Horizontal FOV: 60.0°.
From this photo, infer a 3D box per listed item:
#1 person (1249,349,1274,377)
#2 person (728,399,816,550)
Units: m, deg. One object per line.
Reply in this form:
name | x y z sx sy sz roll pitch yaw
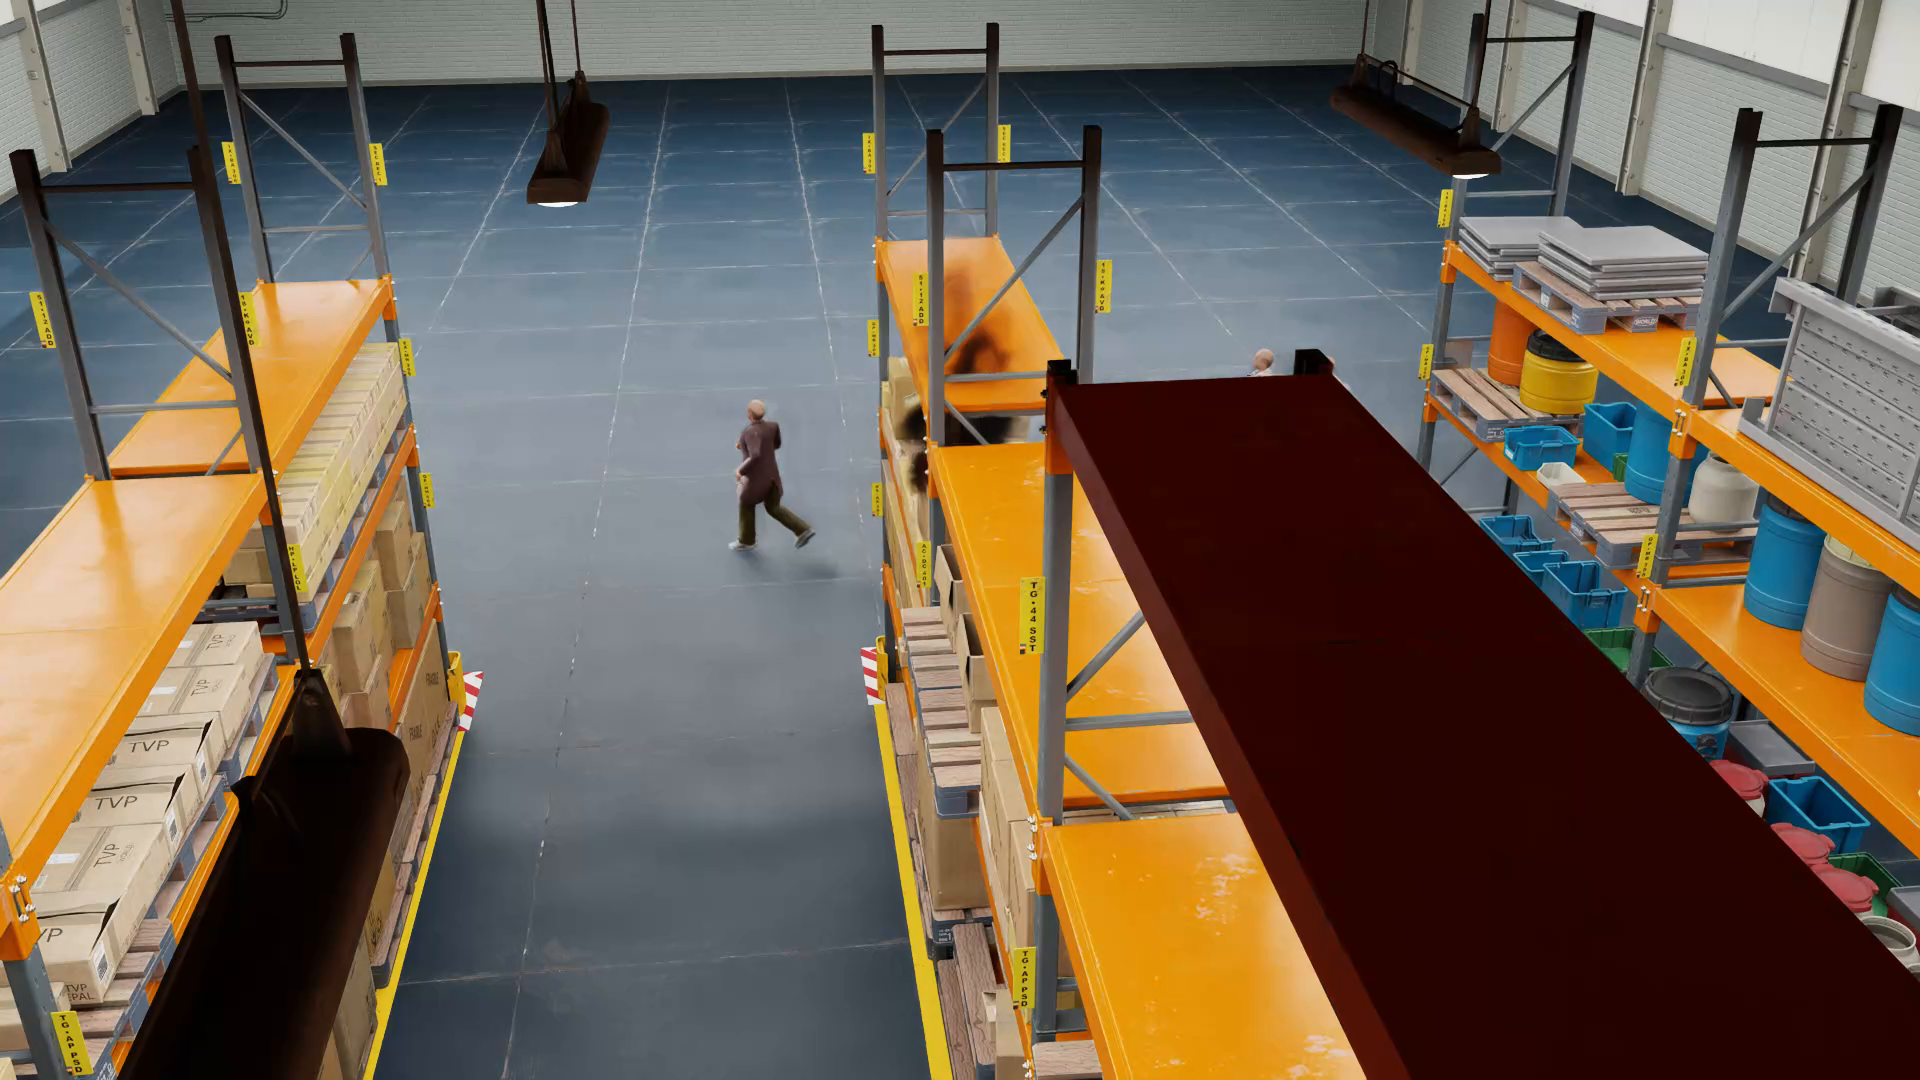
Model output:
person | 3.420 -1.331 19.251 0.790 1.842 0.684 6 26 13
person | -2.108 -0.641 17.795 0.988 1.795 0.719 15 29 28
